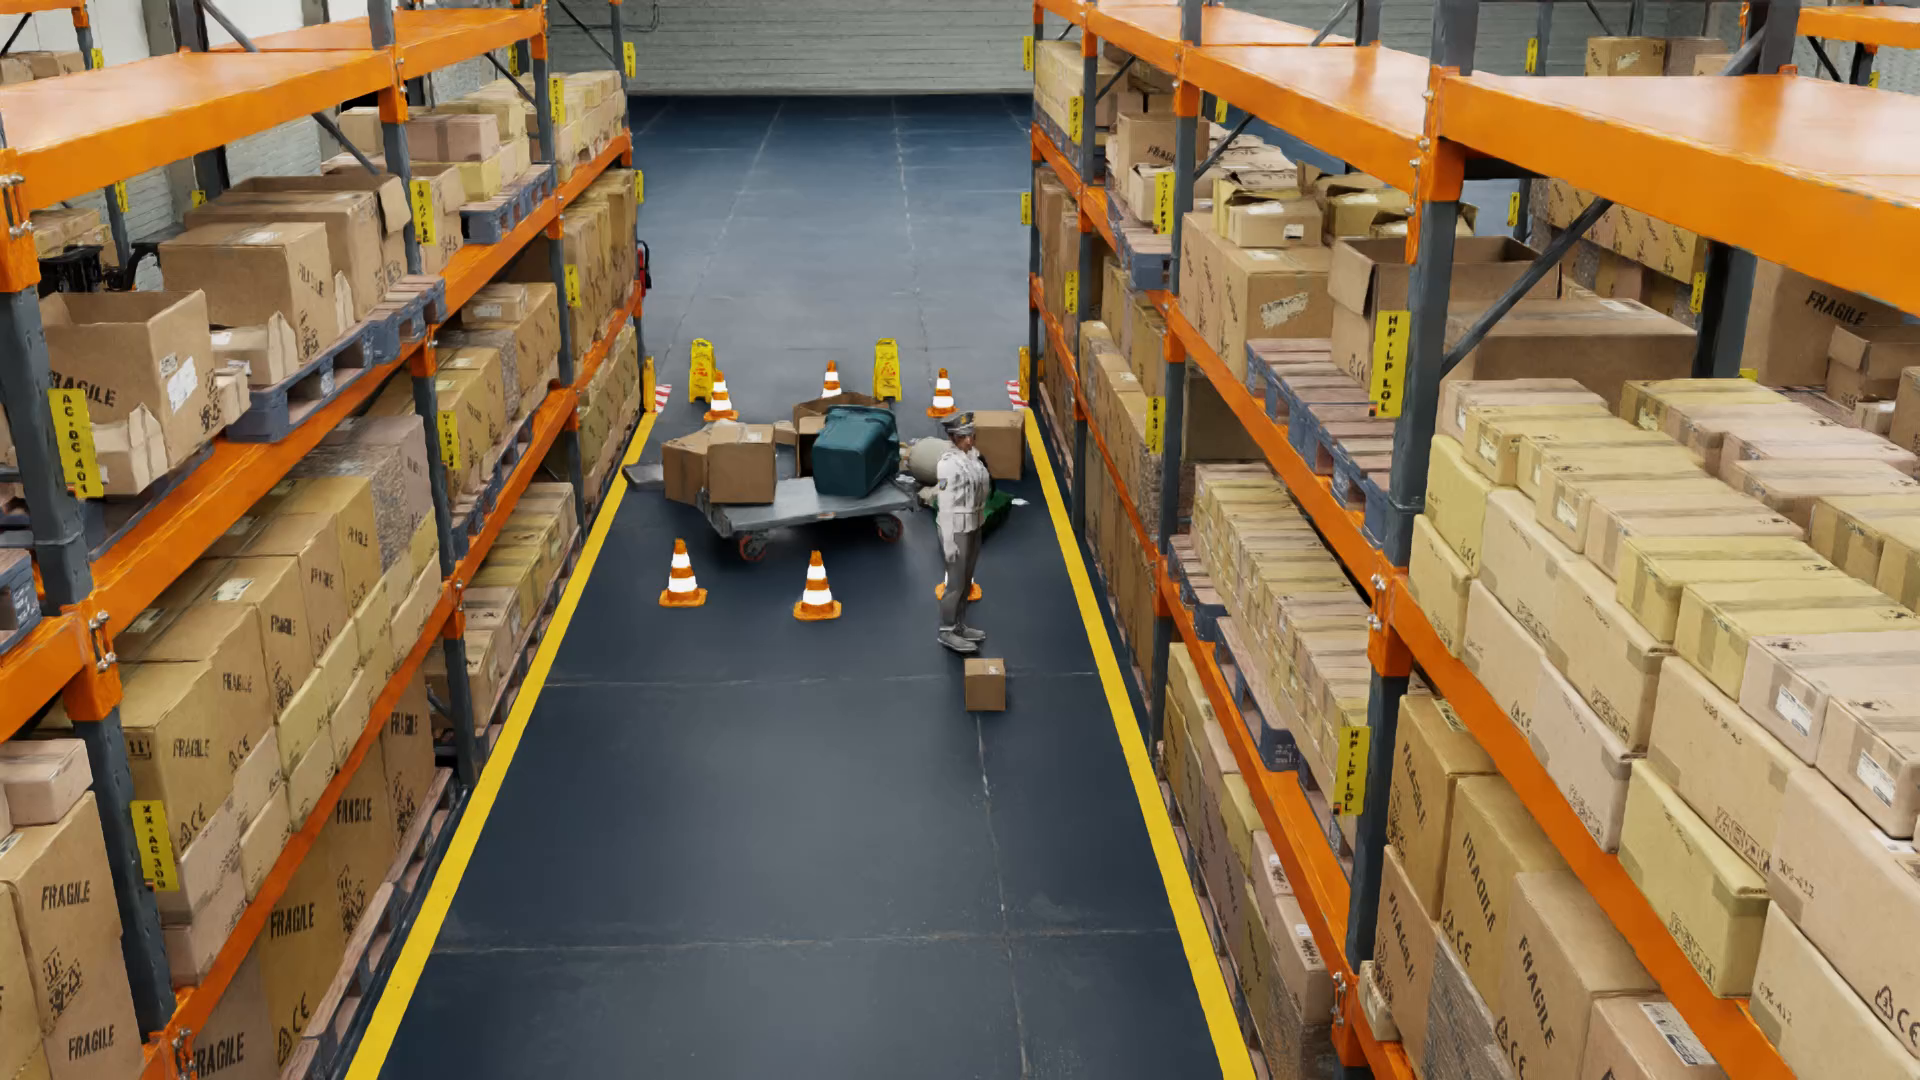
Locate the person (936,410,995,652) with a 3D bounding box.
[{"bbox_3d":[0.024,-0.067,11.182,0.353,1.682,0.530,9,22,23],"label":"person"}]
